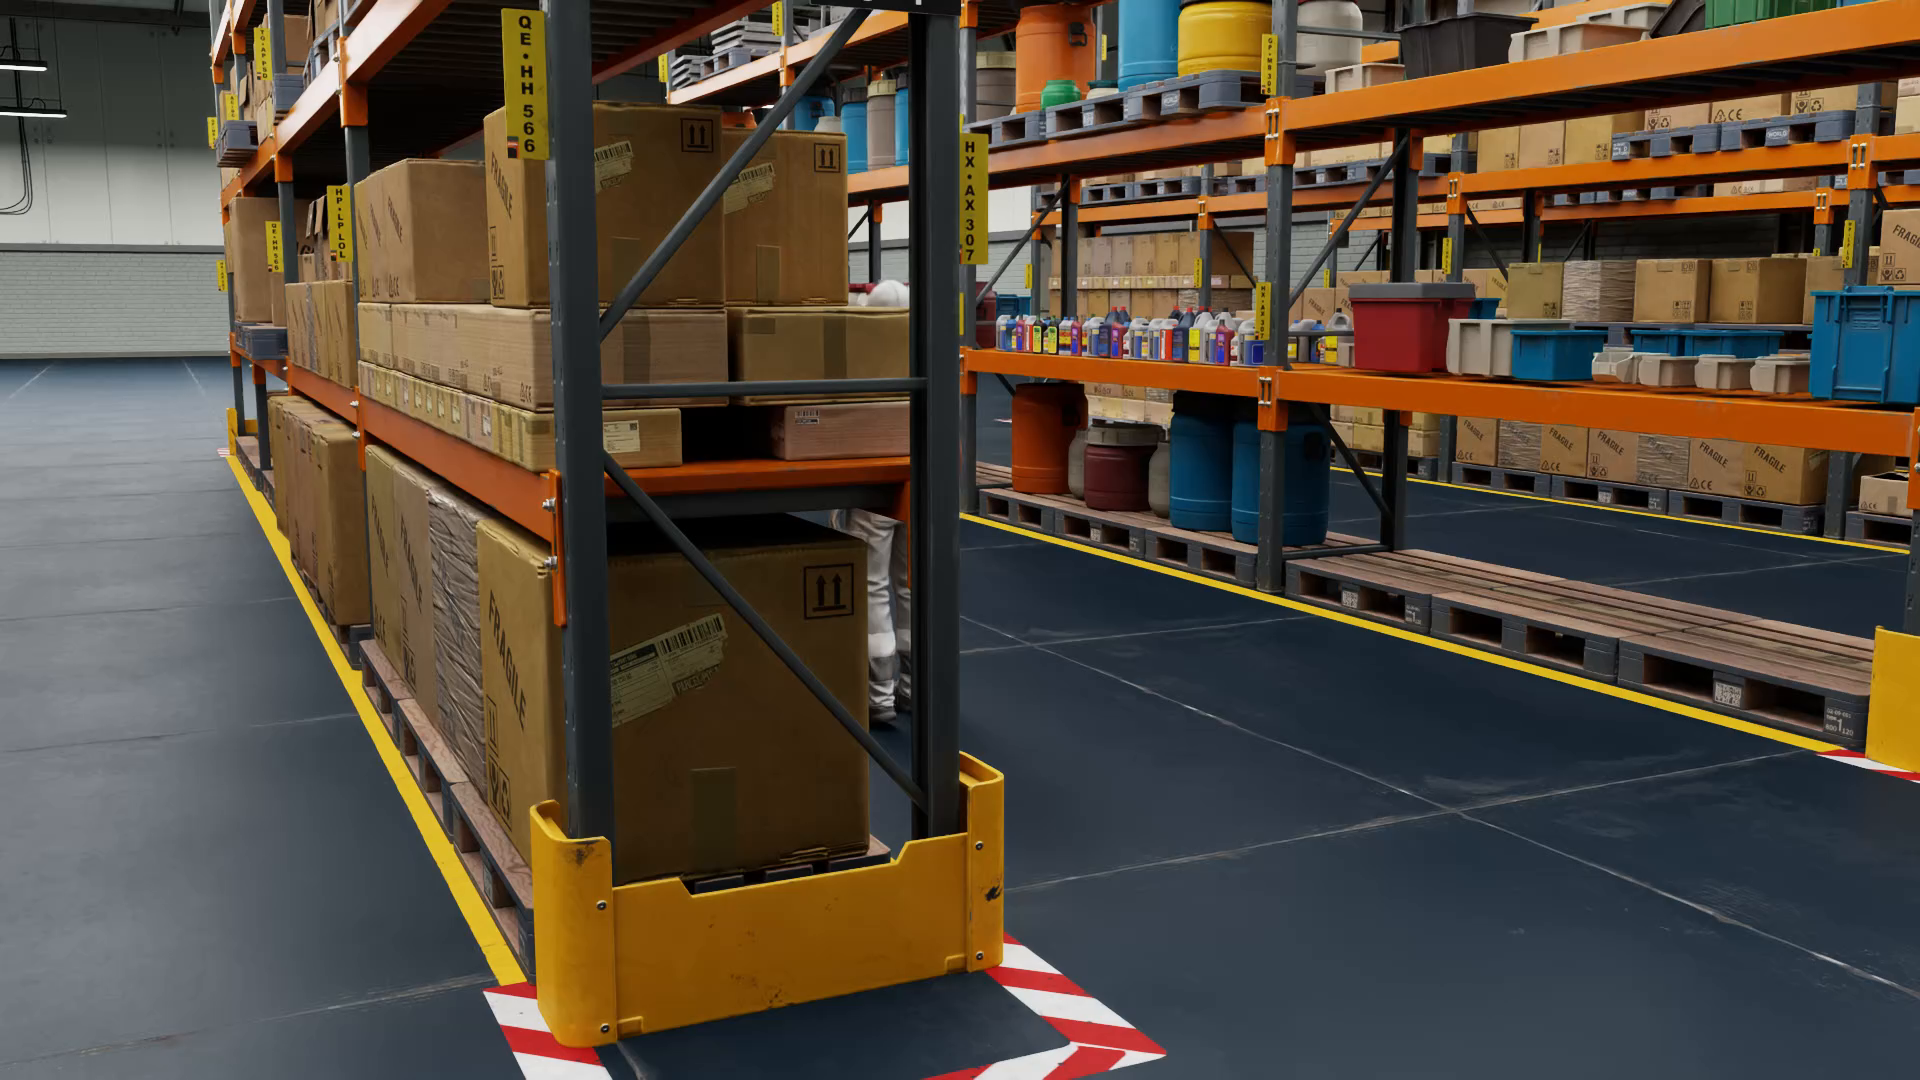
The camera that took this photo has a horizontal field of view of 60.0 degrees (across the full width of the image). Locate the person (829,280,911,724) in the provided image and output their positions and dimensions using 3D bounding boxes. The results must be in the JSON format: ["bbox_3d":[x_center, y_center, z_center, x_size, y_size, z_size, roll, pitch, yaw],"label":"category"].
[{"bbox_3d":[-0.294,-0.148,6.837,0.526,1.821,0.486,-4,9,-25],"label":"person"}]
